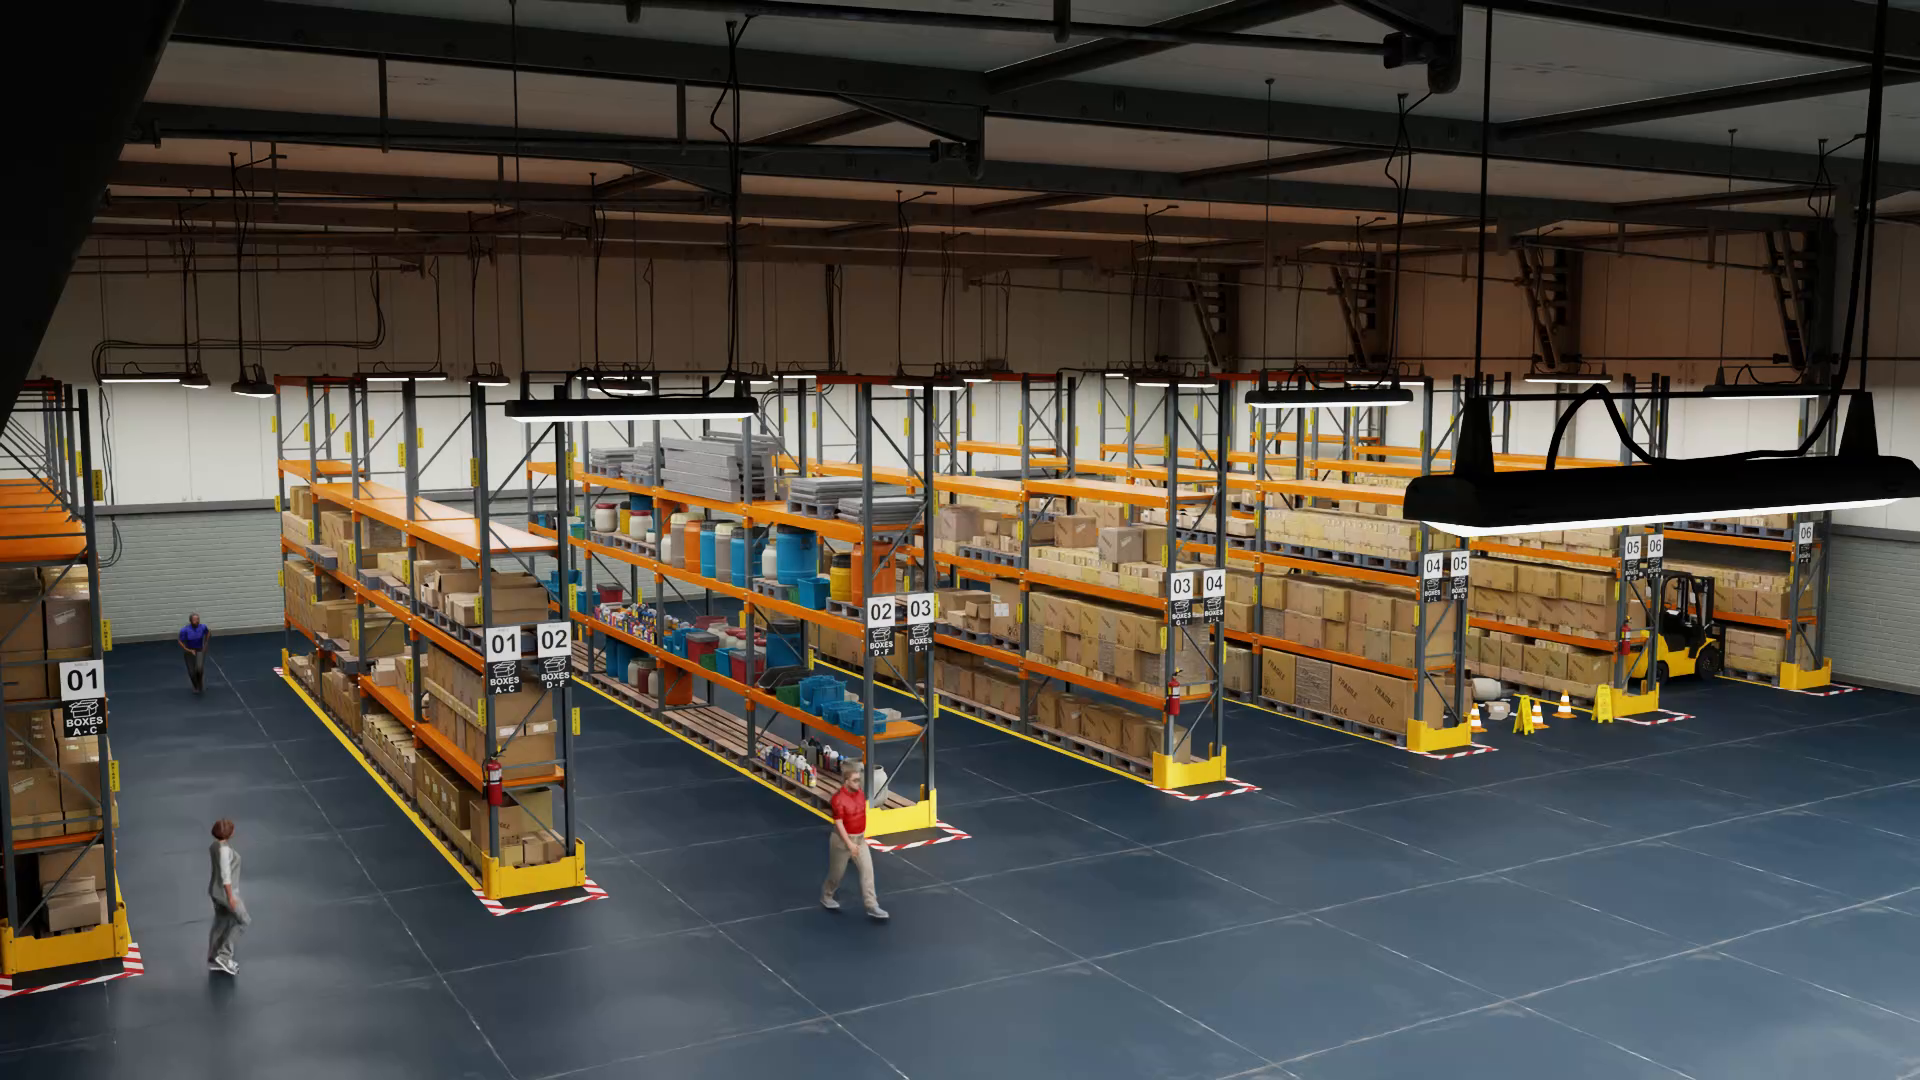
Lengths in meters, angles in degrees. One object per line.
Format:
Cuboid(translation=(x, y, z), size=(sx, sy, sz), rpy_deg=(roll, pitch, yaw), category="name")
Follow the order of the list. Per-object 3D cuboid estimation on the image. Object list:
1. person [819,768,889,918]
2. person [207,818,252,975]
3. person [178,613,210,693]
Cuboid(translation=(-1.199, 3.419, 18.898), size=(1.029, 1.661, 0.546), rpy_deg=(6, 9, 44), category="person")
Cuboid(translation=(-7.566, 3.659, 17.139), size=(0.420, 1.608, 0.448), rpy_deg=(-4, 7, -33), category="person")
Cuboid(translation=(-14.416, 2.131, 31.335), size=(0.533, 1.567, 0.734), rpy_deg=(-2, 7, -21), category="person")
